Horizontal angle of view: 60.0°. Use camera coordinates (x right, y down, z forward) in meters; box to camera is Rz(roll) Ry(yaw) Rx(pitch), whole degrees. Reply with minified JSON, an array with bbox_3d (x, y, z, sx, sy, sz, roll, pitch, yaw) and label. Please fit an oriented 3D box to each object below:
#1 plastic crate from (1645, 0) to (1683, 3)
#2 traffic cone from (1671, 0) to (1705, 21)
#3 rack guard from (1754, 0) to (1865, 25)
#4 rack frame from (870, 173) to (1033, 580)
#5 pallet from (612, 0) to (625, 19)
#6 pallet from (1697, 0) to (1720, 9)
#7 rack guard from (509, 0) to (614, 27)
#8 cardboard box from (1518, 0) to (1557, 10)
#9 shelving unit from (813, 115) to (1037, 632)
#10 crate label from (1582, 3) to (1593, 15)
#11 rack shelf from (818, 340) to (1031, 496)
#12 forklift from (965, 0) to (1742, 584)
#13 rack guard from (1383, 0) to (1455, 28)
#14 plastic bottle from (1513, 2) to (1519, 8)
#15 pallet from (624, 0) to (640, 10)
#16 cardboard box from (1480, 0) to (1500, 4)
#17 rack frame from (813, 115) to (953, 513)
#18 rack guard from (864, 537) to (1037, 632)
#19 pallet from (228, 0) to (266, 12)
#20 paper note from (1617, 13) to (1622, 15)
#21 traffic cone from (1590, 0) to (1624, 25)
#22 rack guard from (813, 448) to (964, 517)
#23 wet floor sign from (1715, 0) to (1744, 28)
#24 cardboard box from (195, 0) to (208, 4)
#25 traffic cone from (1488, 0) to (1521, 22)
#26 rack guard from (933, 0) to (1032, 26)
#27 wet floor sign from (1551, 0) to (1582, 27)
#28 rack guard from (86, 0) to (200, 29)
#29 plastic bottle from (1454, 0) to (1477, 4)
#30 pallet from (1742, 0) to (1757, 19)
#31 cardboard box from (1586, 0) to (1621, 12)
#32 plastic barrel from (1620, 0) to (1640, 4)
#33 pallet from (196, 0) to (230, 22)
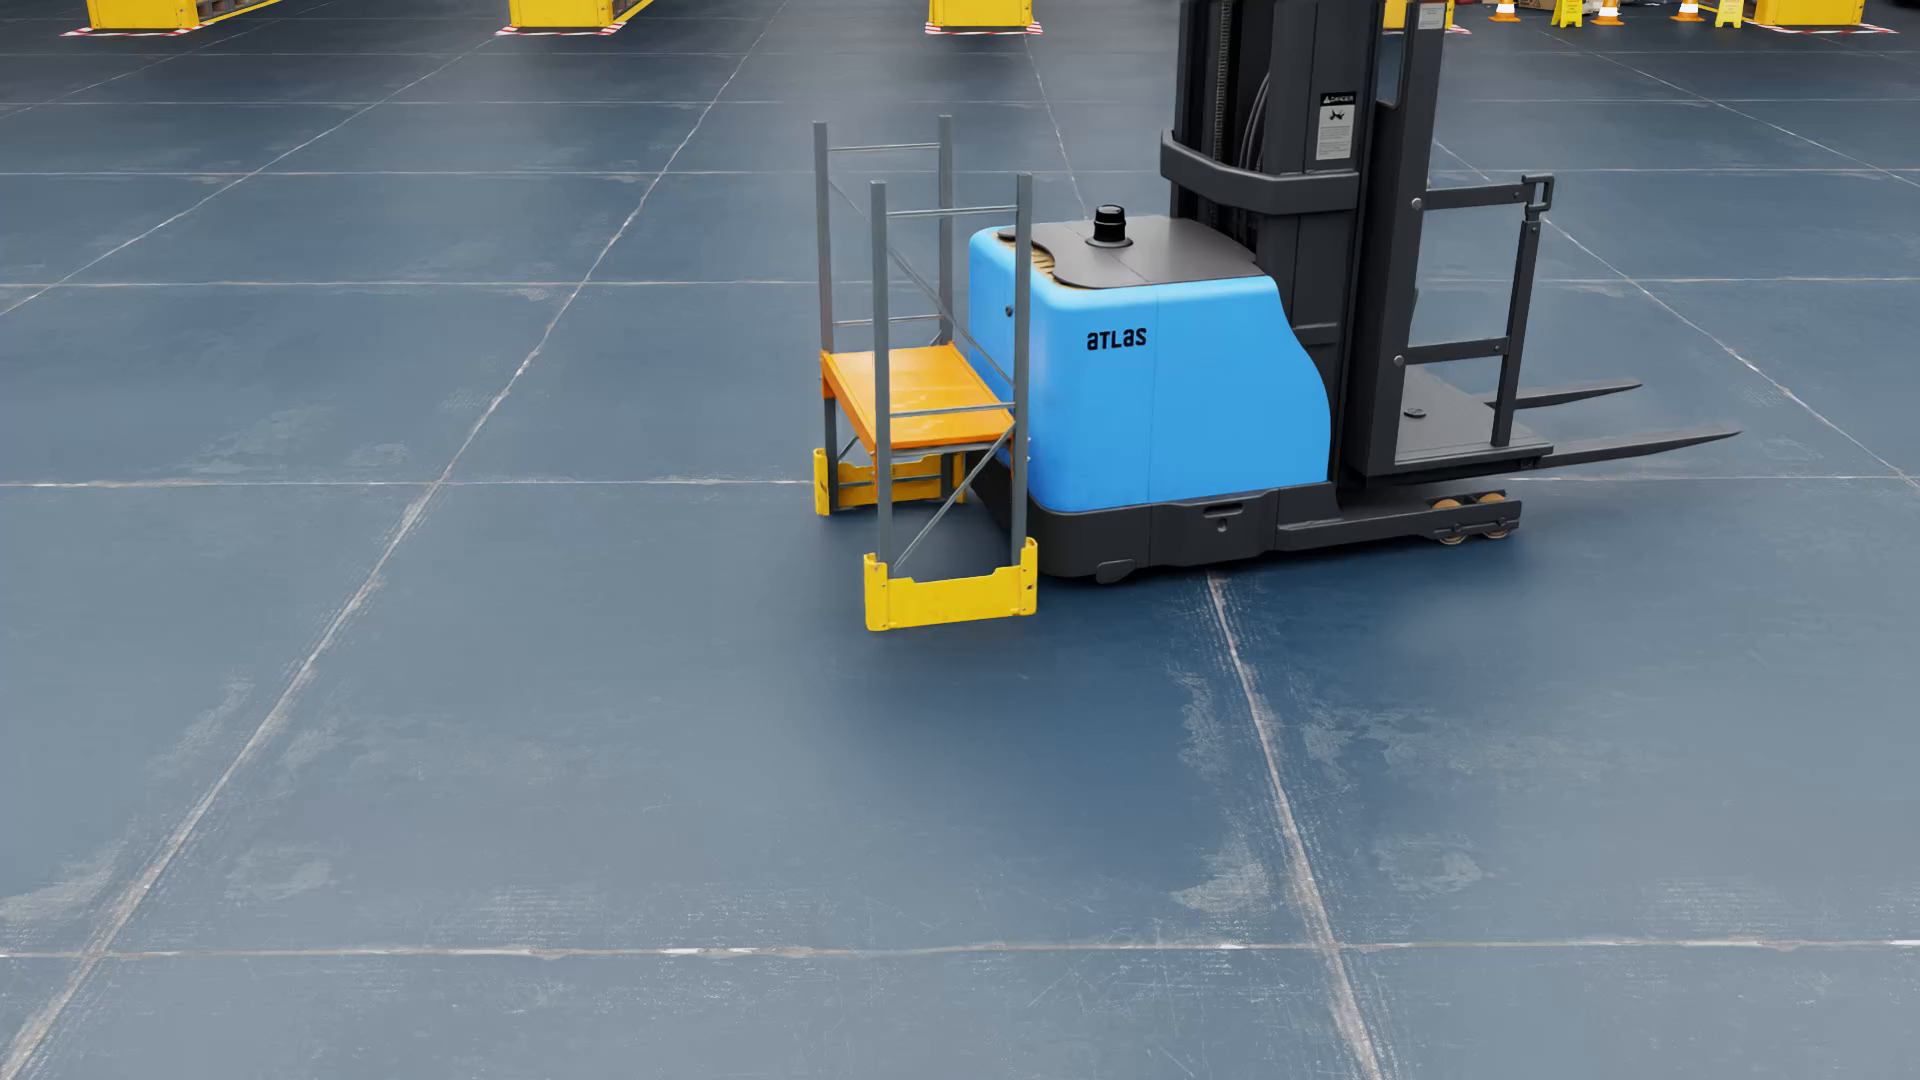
[{"bbox_3d":[9.326,-7.214,22.104,0.402,0.080,0.583,-9,26,-19],"label":"plastic crate"},{"bbox_3d":[8.878,-6.562,20.198,0.336,0.463,0.334,0,24,-1],"label":"traffic cone"},{"bbox_3d":[10.172,-6.439,19.881,1.175,0.500,0.348,0,24,-1],"label":"rack guard"},{"bbox_3d":[-0.024,-0.413,5.343,0.500,1.500,0.032,-6,25,-13],"label":"rack frame"},{"bbox_3d":[-4.741,-6.575,20.532,1.003,0.211,1.213,0,24,-1],"label":"pallet"},{"bbox_3d":[10.188,-7.144,21.790,1.003,0.211,1.213,0,24,-1],"label":"pallet"},{"bbox_3d":[-4.737,-6.372,19.733,1.175,0.500,0.348,0,24,-1],"label":"rack guard"},{"bbox_3d":[7.622,-7.122,21.386,0.797,0.503,0.637,-19,31,-36],"label":"cardboard box"},{"bbox_3d":[-0.152,-0.620,5.800,0.587,1.500,1.083,-6,25,-13],"label":"shelving unit"},{"bbox_3d":[7.701,-6.593,20.660,0.250,0.136,0.298,-14,28,-28],"label":"crate label"},{"bbox_3d":[-0.150,-0.452,5.866,0.538,0.185,1.000,-6,25,-13],"label":"rack shelf"},{"bbox_3d":[1.596,-1.517,6.048,3.031,2.935,1.130,-7,25,-16],"label":"forklift"},{"bbox_3d":[5.224,-6.334,19.649,1.175,0.500,0.348,0,24,-1],"label":"rack guard"},{"bbox_3d":[7.065,-6.908,21.450,0.133,0.061,0.283,-9,26,-19],"label":"plastic bottle"},{"bbox_3d":[-4.751,-7.077,21.641,1.003,0.211,1.213,0,24,-1],"label":"pallet"},{"bbox_3d":[7.041,-7.186,21.815,0.396,0.266,0.258,4,25,9],"label":"cardboard box"},{"bbox_3d":[-0.275,-0.819,6.241,0.500,1.500,0.032,-6,25,-13],"label":"rack frame"},{"bbox_3d":[-0.029,0.149,5.618,0.587,0.250,0.087,-6,25,-13],"label":"rack guard"},{"bbox_3d":[-9.703,-7.005,21.483,1.003,0.211,1.213,0,24,-1],"label":"pallet"},{"bbox_3d":[8.172,-6.575,20.750,0.148,0.019,0.142,-9,26,-19],"label":"paper note"},{"bbox_3d":[7.772,-6.417,19.877,0.336,0.463,0.334,0,24,-1],"label":"traffic cone"},{"bbox_3d":[-0.275,-0.249,6.497,0.587,0.250,0.087,-6,25,-13],"label":"rack guard"},{"bbox_3d":[9.105,-6.391,19.598,0.267,0.644,0.232,8,26,18],"label":"wet floor sign"},{"bbox_3d":[-9.426,-6.620,20.074,0.500,0.250,0.500,0,24,-1],"label":"cardboard box"},{"bbox_3d":[6.638,-6.552,20.176,0.336,0.463,0.334,0,24,-1],"label":"traffic cone"},{"bbox_3d":[0.262,-6.395,19.782,1.175,0.500,0.348,0,24,-1],"label":"rack guard"},{"bbox_3d":[7.204,-6.407,19.634,0.267,0.644,0.232,-4,25,-10],"label":"wet floor sign"},{"bbox_3d":[-9.642,-6.311,19.596,1.175,0.500,0.348,0,24,-1],"label":"rack guard"},{"bbox_3d":[6.623,-7.057,21.779,0.283,0.061,0.133,-9,26,-19],"label":"plastic bottle"},{"bbox_3d":[10.198,-6.643,20.681,1.003,0.211,1.213,0,24,-1],"label":"pallet"},{"bbox_3d":[8.138,-6.779,21.057,0.380,0.149,0.250,13,27,27],"label":"cardboard box"},{"bbox_3d":[8.636,-7.217,21.694,0.512,0.421,0.421,19,30,35],"label":"plastic barrel"},{"bbox_3d":[-9.693,-6.504,20.374,1.003,0.211,1.213,0,24,-1],"label":"pallet"}]
